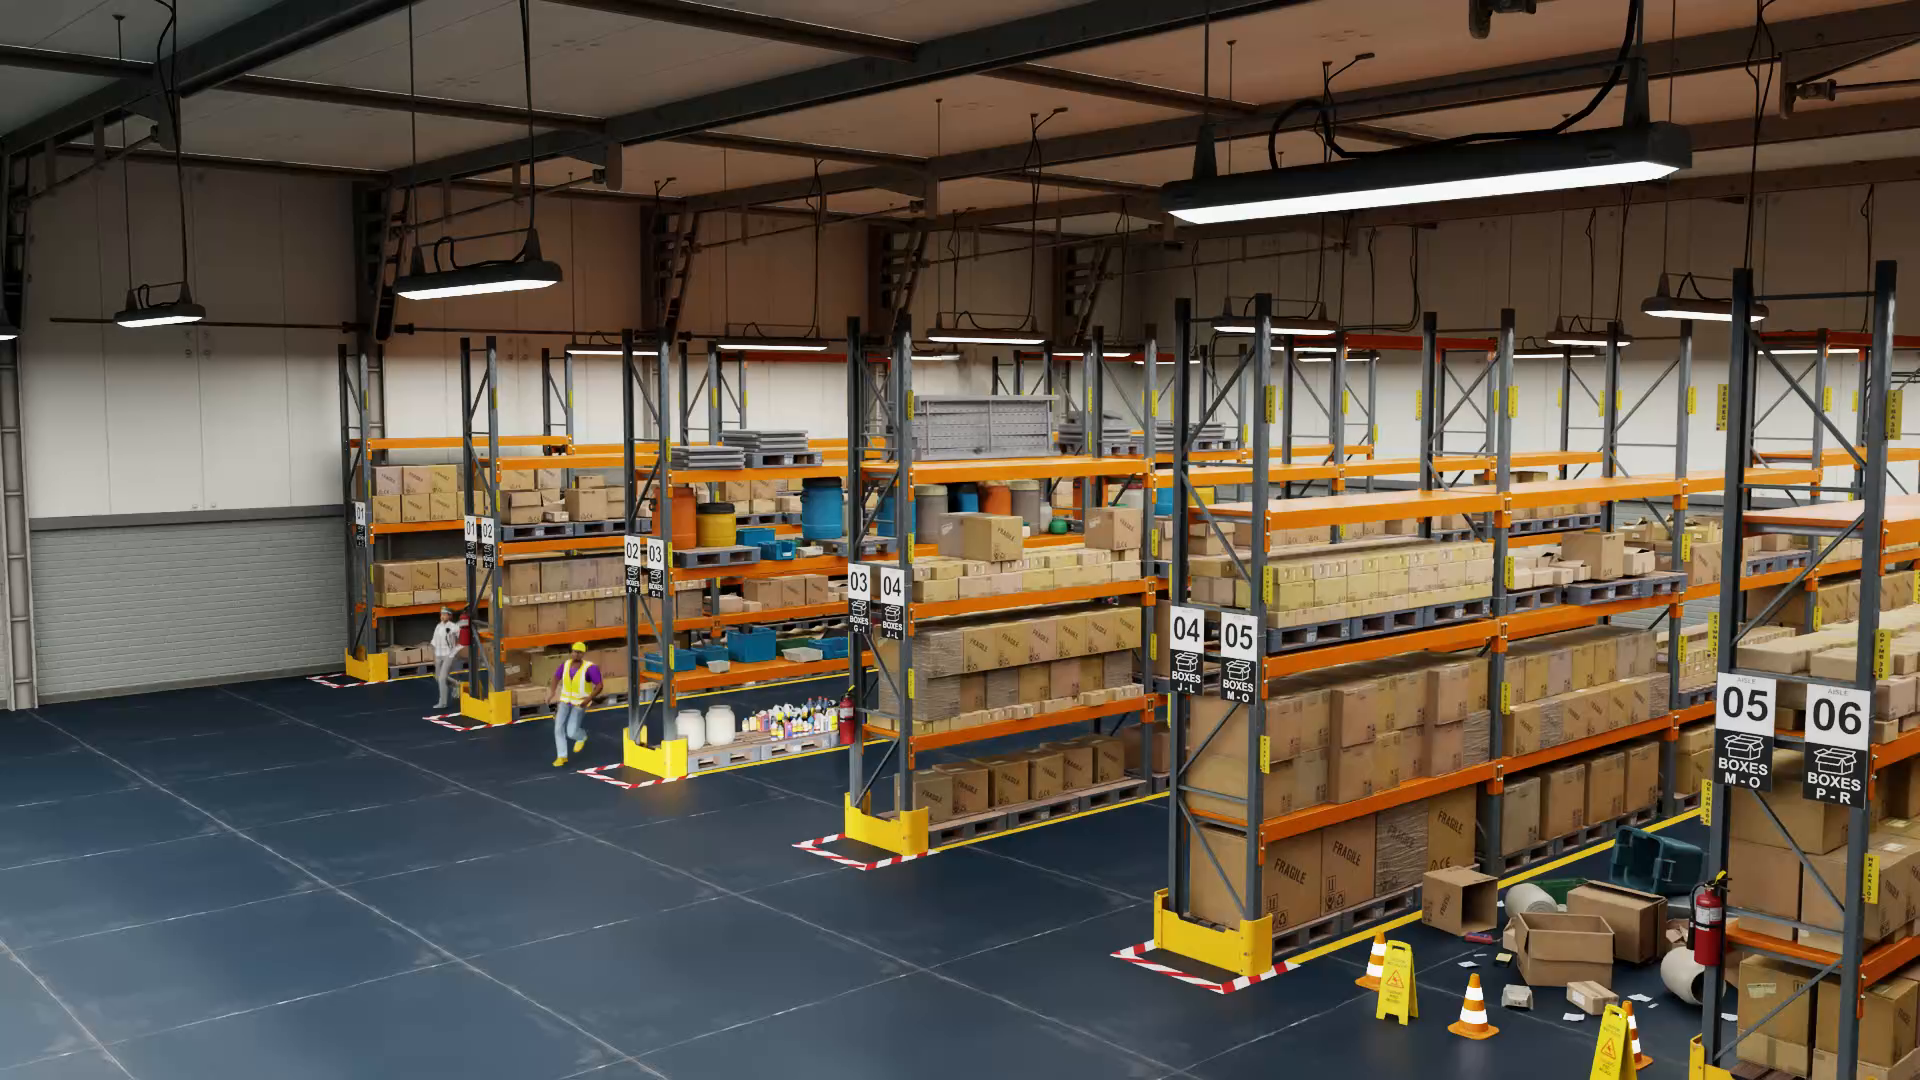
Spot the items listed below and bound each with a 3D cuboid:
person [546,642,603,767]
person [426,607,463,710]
[{"bbox_3d":[-5.343,2.263,23.075,0.751,1.725,0.563,1,5,14],"label":"person"},{"bbox_3d":[-8.403,1.910,27.224,0.647,1.658,0.674,2,6,22],"label":"person"}]
